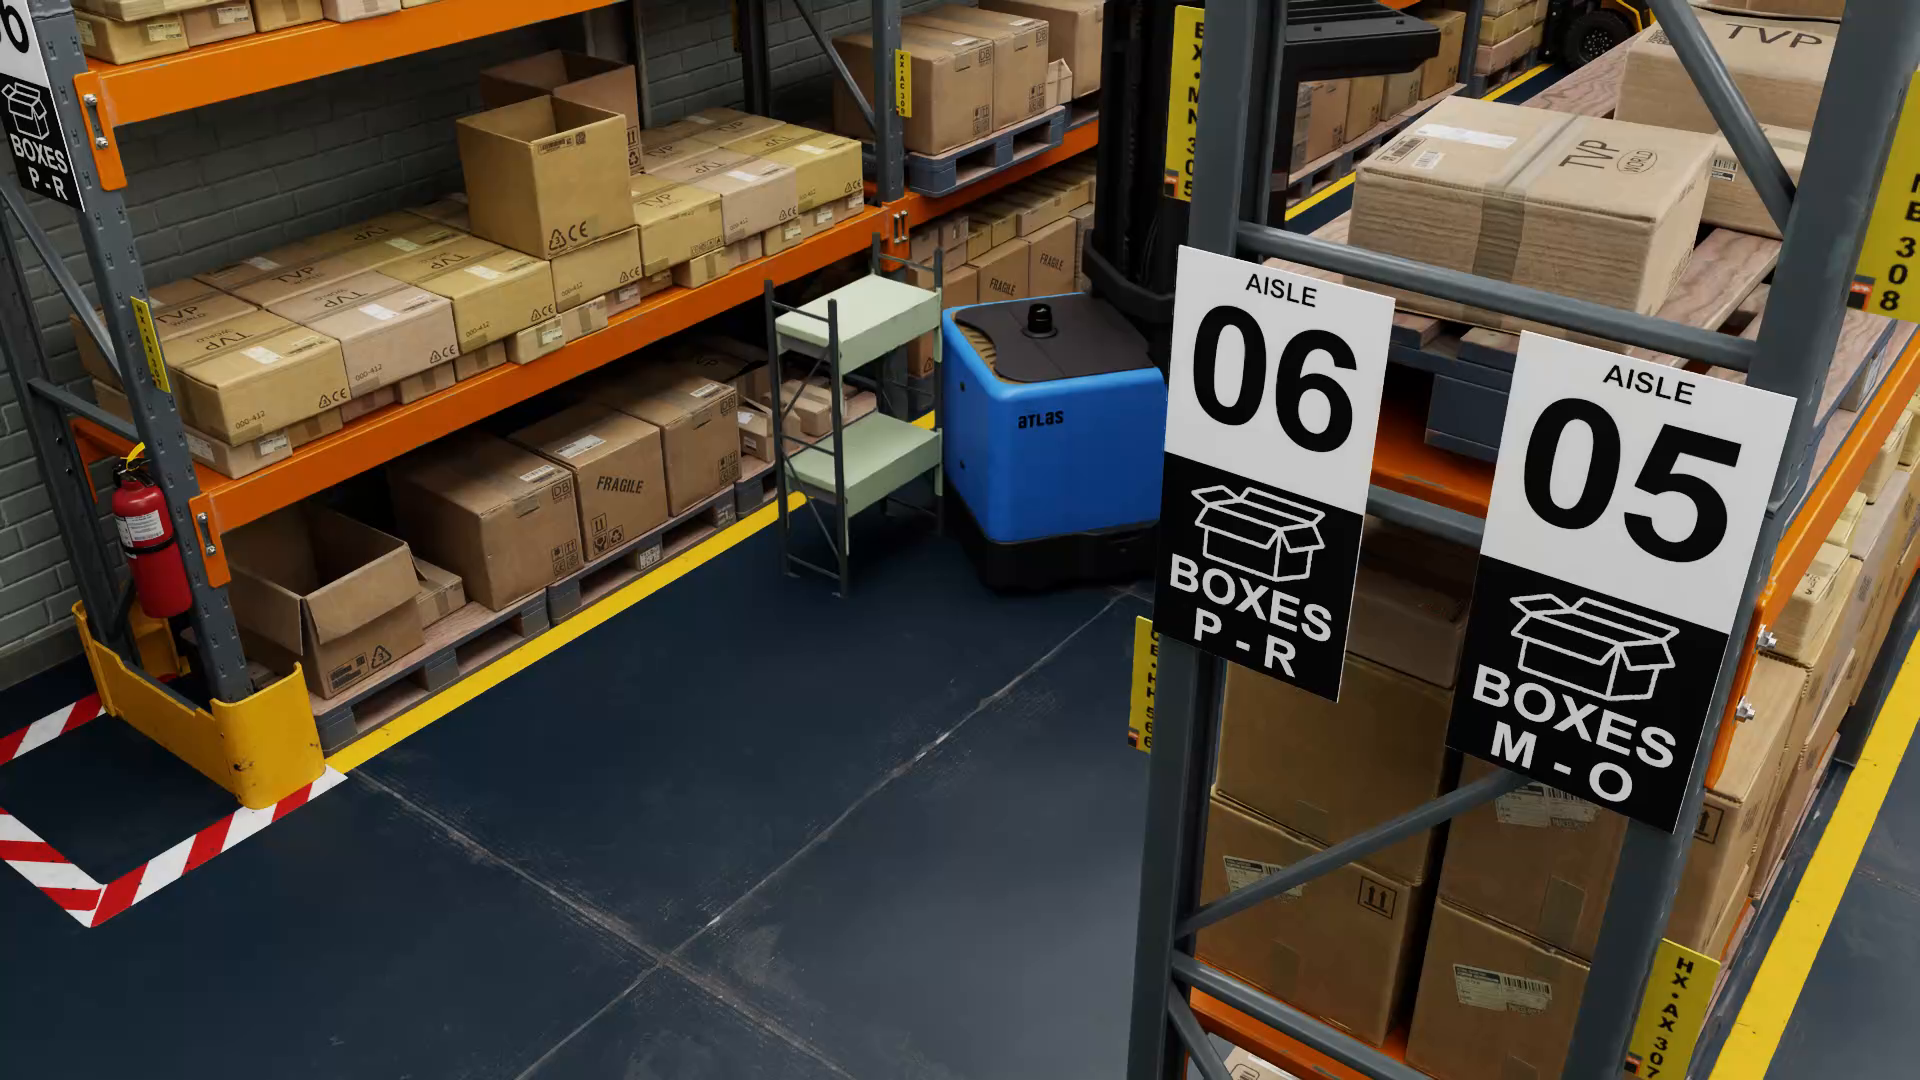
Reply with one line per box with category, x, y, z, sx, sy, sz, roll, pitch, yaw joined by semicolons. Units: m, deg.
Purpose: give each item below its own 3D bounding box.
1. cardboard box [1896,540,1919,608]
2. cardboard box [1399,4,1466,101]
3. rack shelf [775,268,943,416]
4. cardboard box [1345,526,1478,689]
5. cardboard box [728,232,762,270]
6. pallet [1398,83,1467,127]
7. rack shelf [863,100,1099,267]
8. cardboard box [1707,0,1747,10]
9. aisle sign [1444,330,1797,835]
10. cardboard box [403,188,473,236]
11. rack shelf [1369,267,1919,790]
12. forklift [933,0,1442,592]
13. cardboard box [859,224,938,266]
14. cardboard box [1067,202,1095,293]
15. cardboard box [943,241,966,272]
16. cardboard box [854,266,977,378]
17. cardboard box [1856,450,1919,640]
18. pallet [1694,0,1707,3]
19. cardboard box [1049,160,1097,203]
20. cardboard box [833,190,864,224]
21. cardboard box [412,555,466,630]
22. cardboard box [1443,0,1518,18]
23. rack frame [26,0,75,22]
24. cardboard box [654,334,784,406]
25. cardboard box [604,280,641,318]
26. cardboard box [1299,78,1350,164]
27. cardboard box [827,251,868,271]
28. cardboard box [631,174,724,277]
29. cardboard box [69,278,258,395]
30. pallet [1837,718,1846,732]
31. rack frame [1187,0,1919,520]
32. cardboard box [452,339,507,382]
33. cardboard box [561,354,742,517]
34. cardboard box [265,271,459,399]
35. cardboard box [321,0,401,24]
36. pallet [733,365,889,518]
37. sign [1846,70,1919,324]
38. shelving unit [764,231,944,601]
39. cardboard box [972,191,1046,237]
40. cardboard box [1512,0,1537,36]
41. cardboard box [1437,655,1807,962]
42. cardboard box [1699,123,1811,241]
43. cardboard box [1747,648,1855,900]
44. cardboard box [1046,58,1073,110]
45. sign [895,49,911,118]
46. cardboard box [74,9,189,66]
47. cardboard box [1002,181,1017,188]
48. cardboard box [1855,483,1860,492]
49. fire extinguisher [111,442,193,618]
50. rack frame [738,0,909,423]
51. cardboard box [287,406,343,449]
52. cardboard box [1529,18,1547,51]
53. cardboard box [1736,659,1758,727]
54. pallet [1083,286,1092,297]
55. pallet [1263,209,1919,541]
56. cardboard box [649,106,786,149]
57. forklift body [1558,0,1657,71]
cardboard box;2.854;-0.109;5.395;0.500;0.500;0.500;20;36;30
cardboard box;3.800;-4.266;14.423;0.875;0.625;0.625;23;38;33
rack shelf;-0.465;-0.911;7.550;0.431;0.370;0.720;21;37;31
cardboard box;0.879;0.122;3.388;0.380;0.149;0.250;22;37;32
cardboard box;-1.172;-1.431;7.969;0.380;0.149;0.250;22;37;33
pallet;3.692;-3.811;14.474;1.003;0.211;1.213;21;37;31
rack shelf;0.484;-2.574;10.357;1.077;0.370;4.000;21;37;31
cardboard box;2.448;-1.545;4.361;0.797;0.503;0.637;24;38;35
aisle sign;1.009;0.082;2.620;0.394;0.787;0.004;21;37;31
cardboard box;-2.141;-1.398;7.523;0.500;0.250;0.500;21;37;31
rack shelf;2.029;-0.712;4.274;1.077;0.370;4.000;21;37;31
forklift;1.437;-1.442;7.809;3.031;2.935;1.130;-9;32;-15
cardboard box;-0.343;-1.665;9.230;0.380;0.149;0.250;20;36;30
cardboard box;0.684;-1.933;10.610;0.500;0.500;0.500;20;36;30
cardboard box;-0.189;-1.655;9.504;0.380;0.149;0.250;20;36;30
cardboard box;-0.252;-1.303;9.547;0.500;0.500;0.500;23;38;33
cardboard box;2.250;-0.126;4.442;0.500;0.500;0.500;21;37;31
pallet;2.734;-1.467;4.929;1.003;0.211;1.213;21;37;31
cardboard box;0.772;-2.272;10.545;0.380;0.149;0.250;19;36;29
cardboard box;-0.715;-1.755;8.516;0.380;0.149;0.250;22;37;32
cardboard box;-2.406;0.221;7.319;0.380;0.149;0.250;20;36;29
cardboard box;4.648;-4.850;14.796;0.500;0.250;0.500;21;36;31
rack frame;-3.138;-3.026;4.529;1.000;3.000;0.127;21;37;31
cardboard box;-1.311;-0.899;9.050;0.500;0.311;0.500;23;37;33
cardboard box;-1.660;-1.133;7.467;0.380;0.149;0.250;21;37;31
cardboard box;2.467;-3.373;12.916;0.875;0.625;0.625;22;37;33
cardboard box;-0.731;-1.693;9.569;0.380;0.149;0.250;20;36;29
cardboard box;-1.439;-1.445;7.602;0.500;0.250;0.500;21;36;31
cardboard box;-3.072;-0.777;6.474;0.500;0.250;0.500;22;37;33
pallet;3.642;0.318;7.506;1.003;0.211;1.213;21;37;31
rack frame;0.822;-1.499;1.954;1.000;3.000;0.127;21;37;31
cardboard box;-2.116;-0.815;6.929;0.380;0.149;0.250;22;37;32
cardboard box;-1.520;-0.527;8.237;0.700;0.500;0.500;20;36;30
cardboard box;-2.345;-0.815;6.538;0.500;0.250;0.500;22;37;32
cardboard box;-2.222;-1.968;5.933;0.380;0.149;0.250;22;37;32
pallet;-1.139;-0.592;9.042;1.003;0.211;1.213;21;37;31
sign;1.260;-0.446;2.183;0.100;0.325;0.005;21;37;31
shelving unit;-0.465;-0.575;7.749;0.431;1.500;0.755;21;37;31
cardboard box;0.292;-1.969;10.034;0.380;0.149;0.250;21;37;31
cardboard box;4.946;-4.842;15.273;0.500;0.250;0.500;21;37;31
cardboard box;1.338;0.501;3.384;0.500;0.500;0.500;20;36;30
cardboard box;1.662;-0.696;3.277;0.380;0.149;0.250;23;37;33
cardboard box;1.945;0.516;4.339;0.500;0.500;0.500;21;37;31
cardboard box;0.421;-2.640;9.482;0.396;0.266;0.258;23;38;34
sign;-0.286;-2.279;8.304;0.100;0.325;0.005;21;37;31
cardboard box;-2.760;-1.685;5.455;0.380;0.149;0.250;22;37;32
cardboard box;0.193;-2.326;10.636;0.380;0.149;0.250;20;36;29
cardboard box;1.867;-0.164;3.870;0.380;0.149;0.250;22;37;32
fire extinguisher;-2.858;-0.049;5.832;0.296;0.674;0.183;21;37;31
rack frame;-0.723;-2.071;8.802;1.000;3.000;0.127;21;37;31
cardboard box;-2.604;-0.503;6.404;0.380;0.149;0.250;22;37;32
cardboard box;5.254;-4.840;15.759;0.500;0.250;0.500;22;37;32
cardboard box;1.257;0.270;3.137;0.380;0.149;0.250;22;37;32
pallet;0.473;-1.711;10.930;1.003;0.211;1.213;21;37;31
pallet;1.261;-0.476;3.255;1.003;0.211;1.213;21;37;31
cardboard box;-1.238;-2.016;8.565;0.500;0.250;0.500;21;36;31
forklift body;6.830;-5.251;15.000;2.313;2.155;1.214;21;37;31
